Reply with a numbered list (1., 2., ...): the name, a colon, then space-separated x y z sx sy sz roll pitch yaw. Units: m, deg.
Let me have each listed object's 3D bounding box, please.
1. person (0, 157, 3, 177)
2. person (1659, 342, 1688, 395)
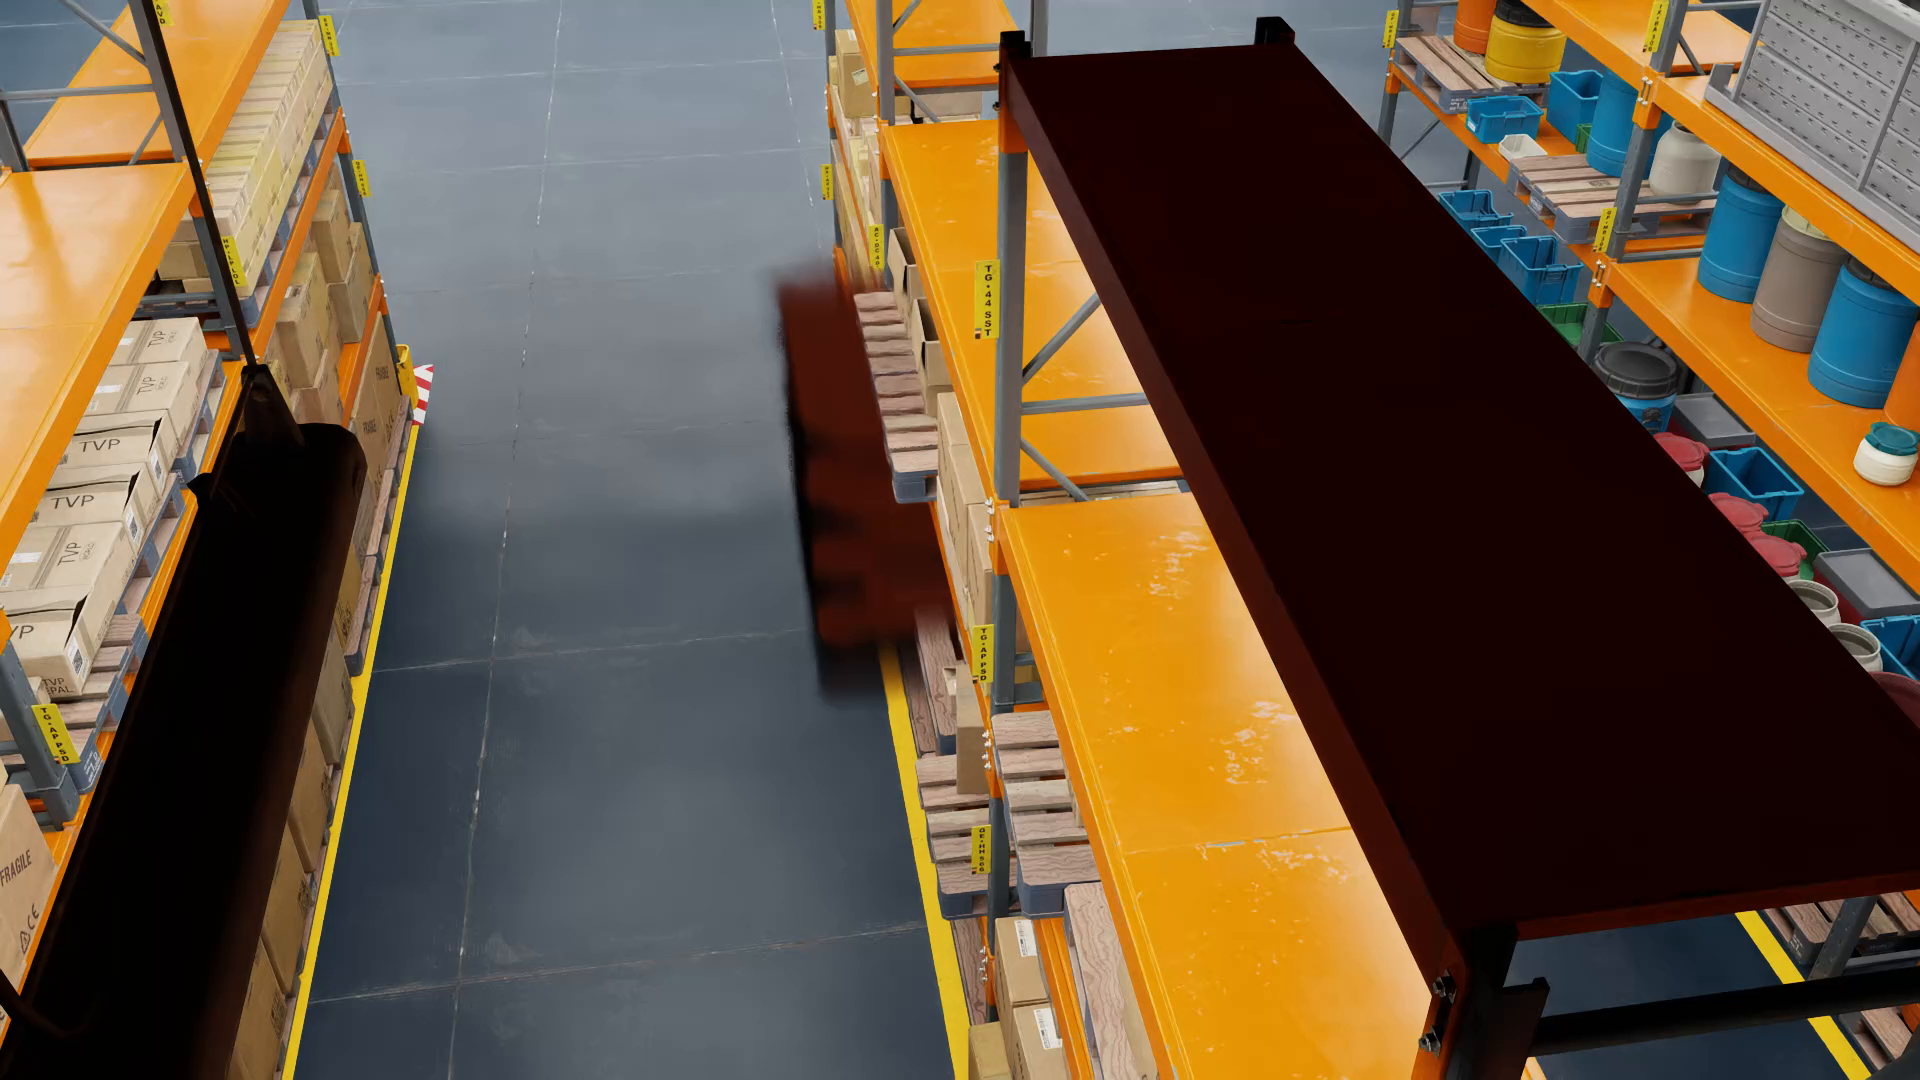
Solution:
1. person: -9.030 -2.854 15.831 0.571 1.759 0.885 28 45 33
2. person: 6.194 -1.605 14.243 0.469 1.605 0.970 -13 38 -18
